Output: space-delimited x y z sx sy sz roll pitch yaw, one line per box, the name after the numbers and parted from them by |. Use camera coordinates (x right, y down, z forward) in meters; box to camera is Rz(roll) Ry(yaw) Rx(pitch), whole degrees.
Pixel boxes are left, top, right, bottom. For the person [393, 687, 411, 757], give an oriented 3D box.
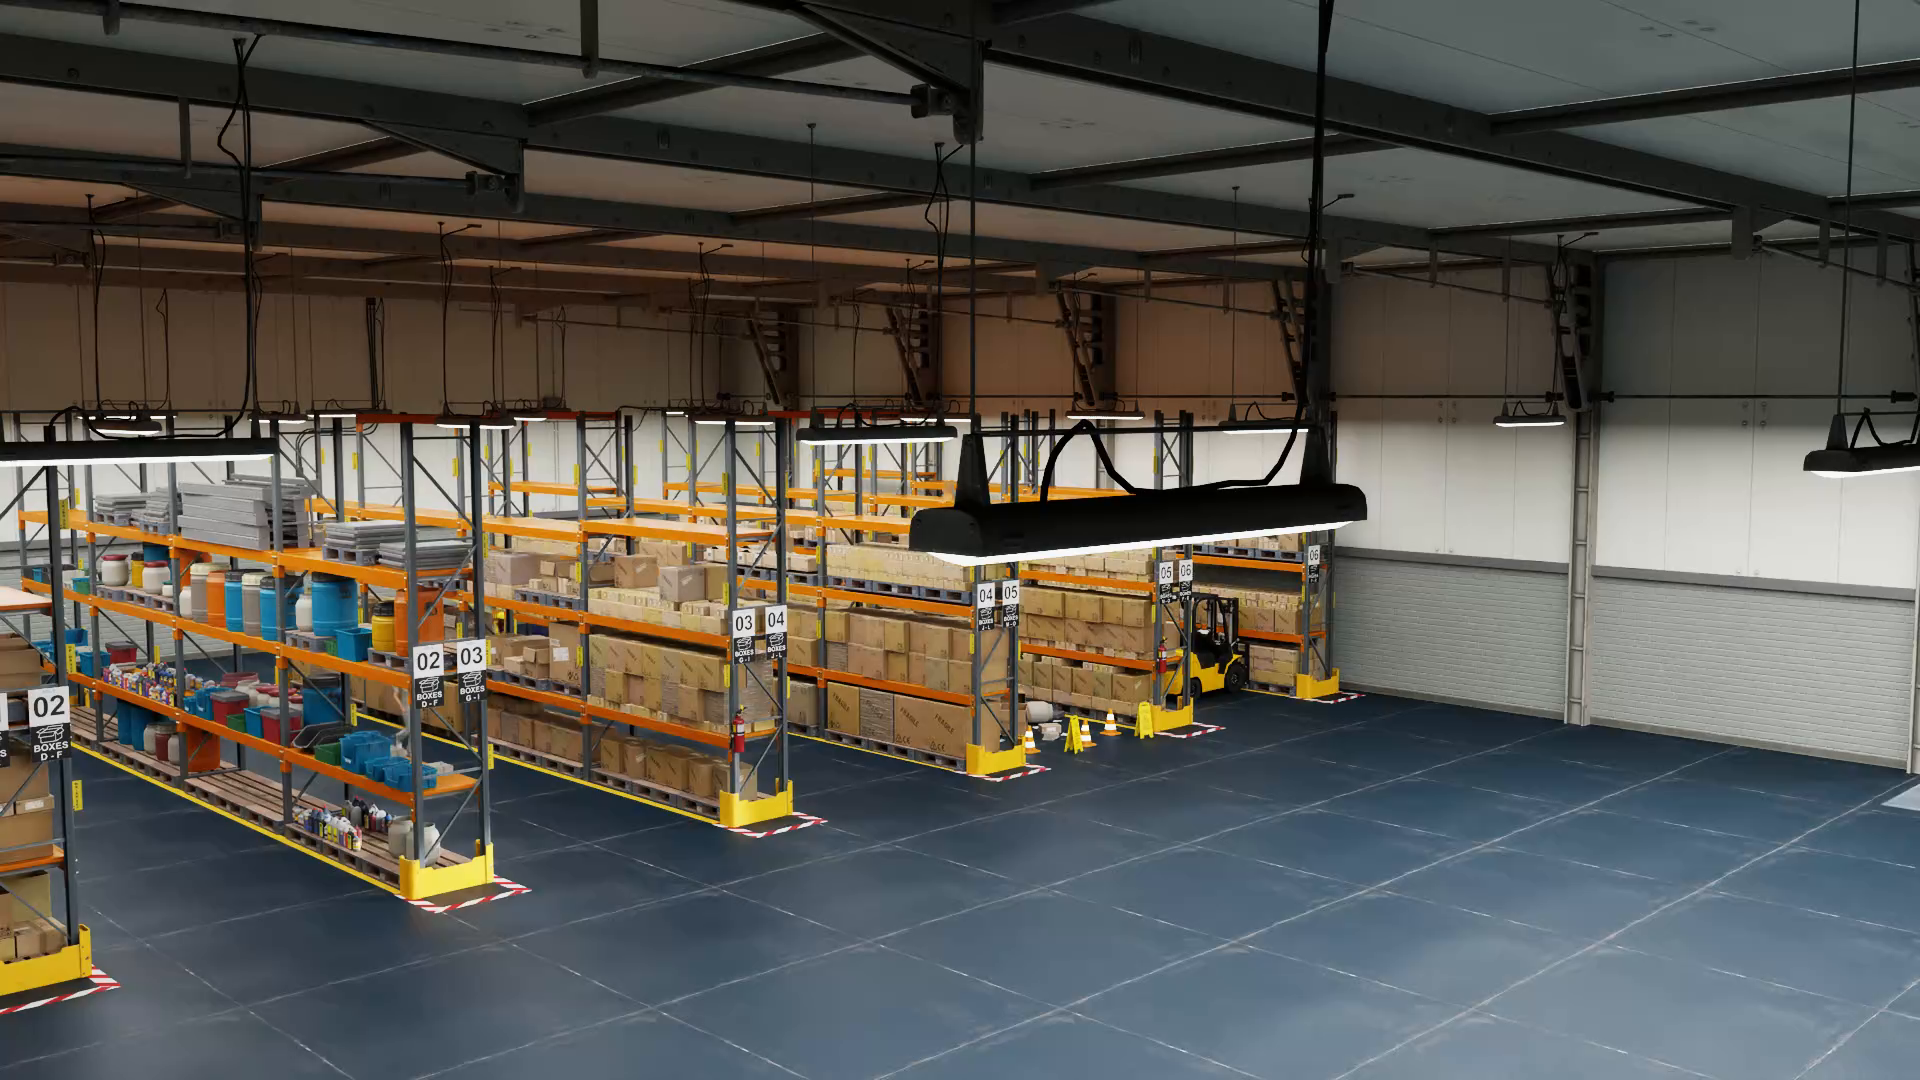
-9.649 2.988 29.227 0.560 1.639 0.605 -4 7 -41 | person

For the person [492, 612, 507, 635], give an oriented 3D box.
-10.142 2.347 36.610 0.736 1.603 0.911 -5 7 -42 | person

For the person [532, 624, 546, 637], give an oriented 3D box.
-10.652 1.933 41.587 0.600 1.578 0.561 3 6 27 | person
